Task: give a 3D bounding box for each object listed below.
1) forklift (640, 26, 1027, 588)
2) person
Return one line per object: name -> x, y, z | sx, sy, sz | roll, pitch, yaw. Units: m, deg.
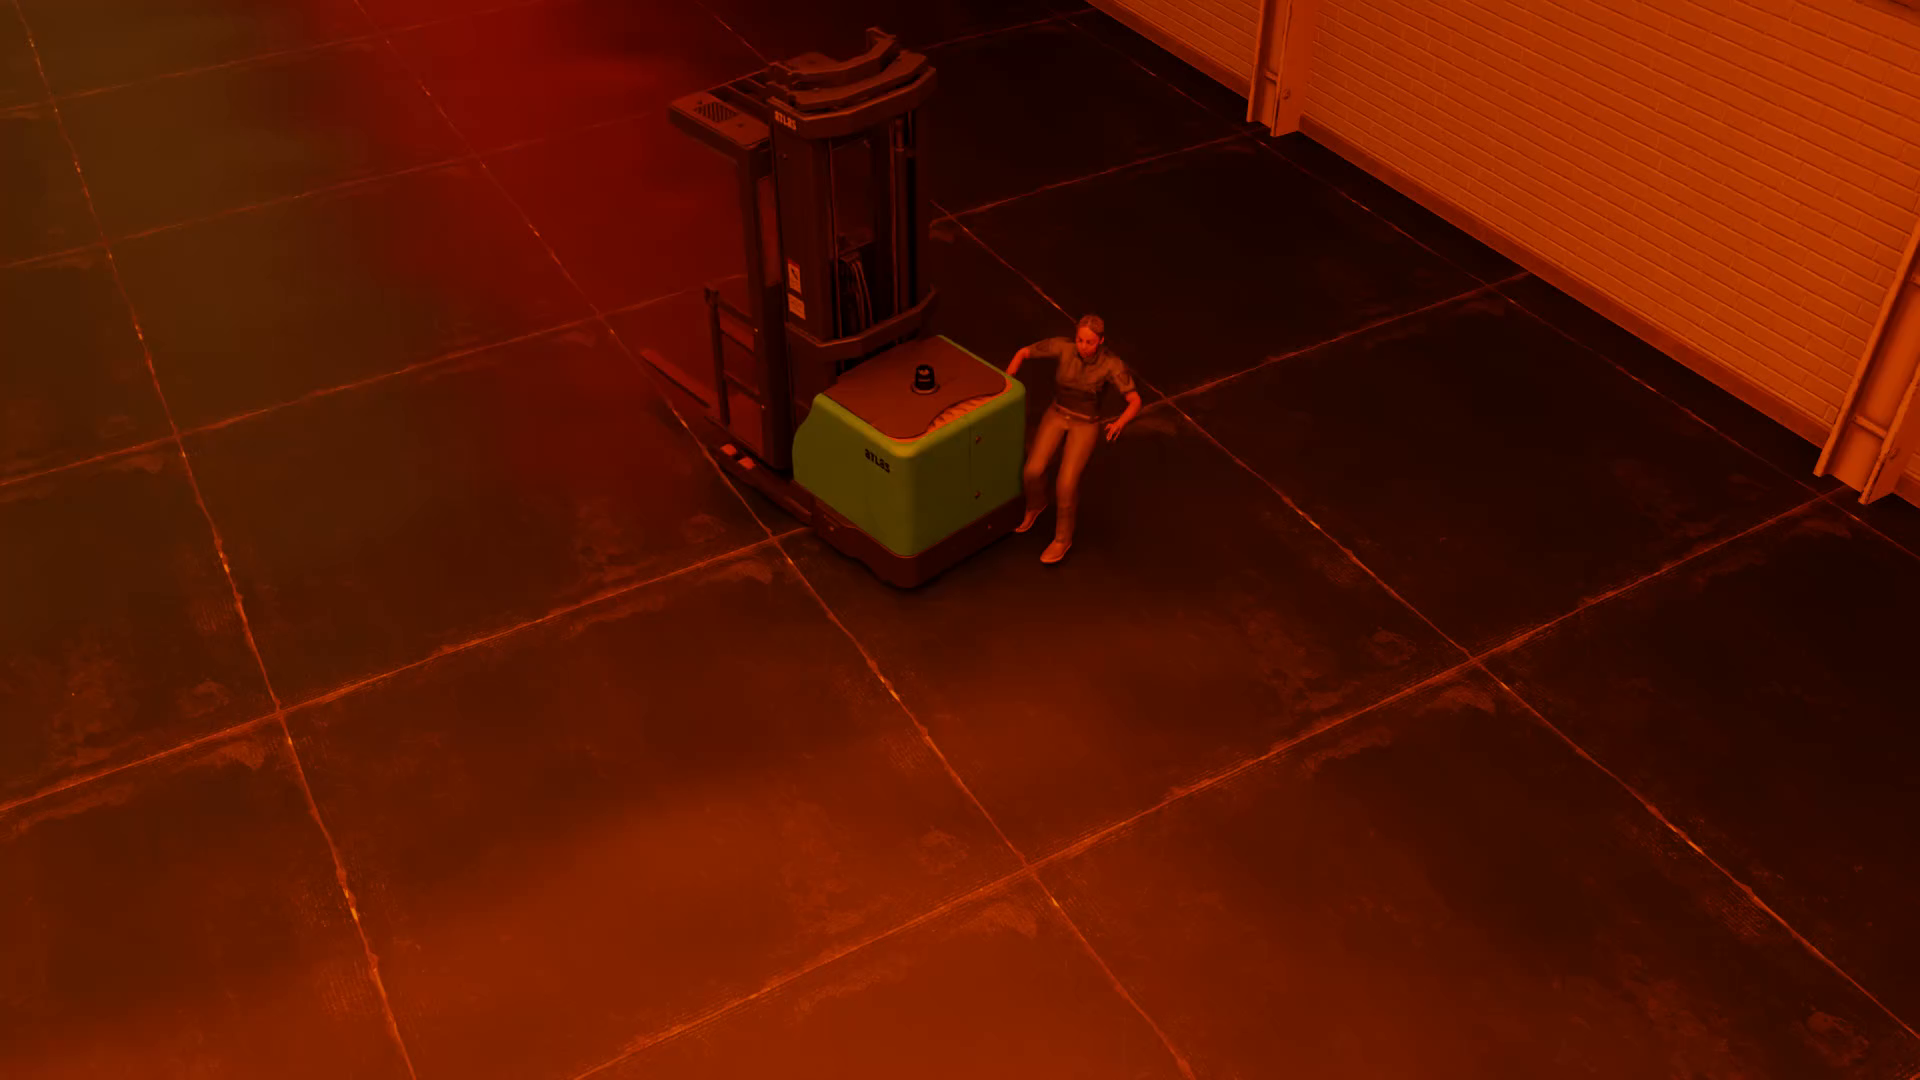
forklift -> -0.959, -1.694, 10.079 | 1.130, 2.935, 3.031 | -30, 48, -31
person -> 0.615, -0.628, 9.973 | 0.886, 1.412, 0.798 | 11, 41, 12
